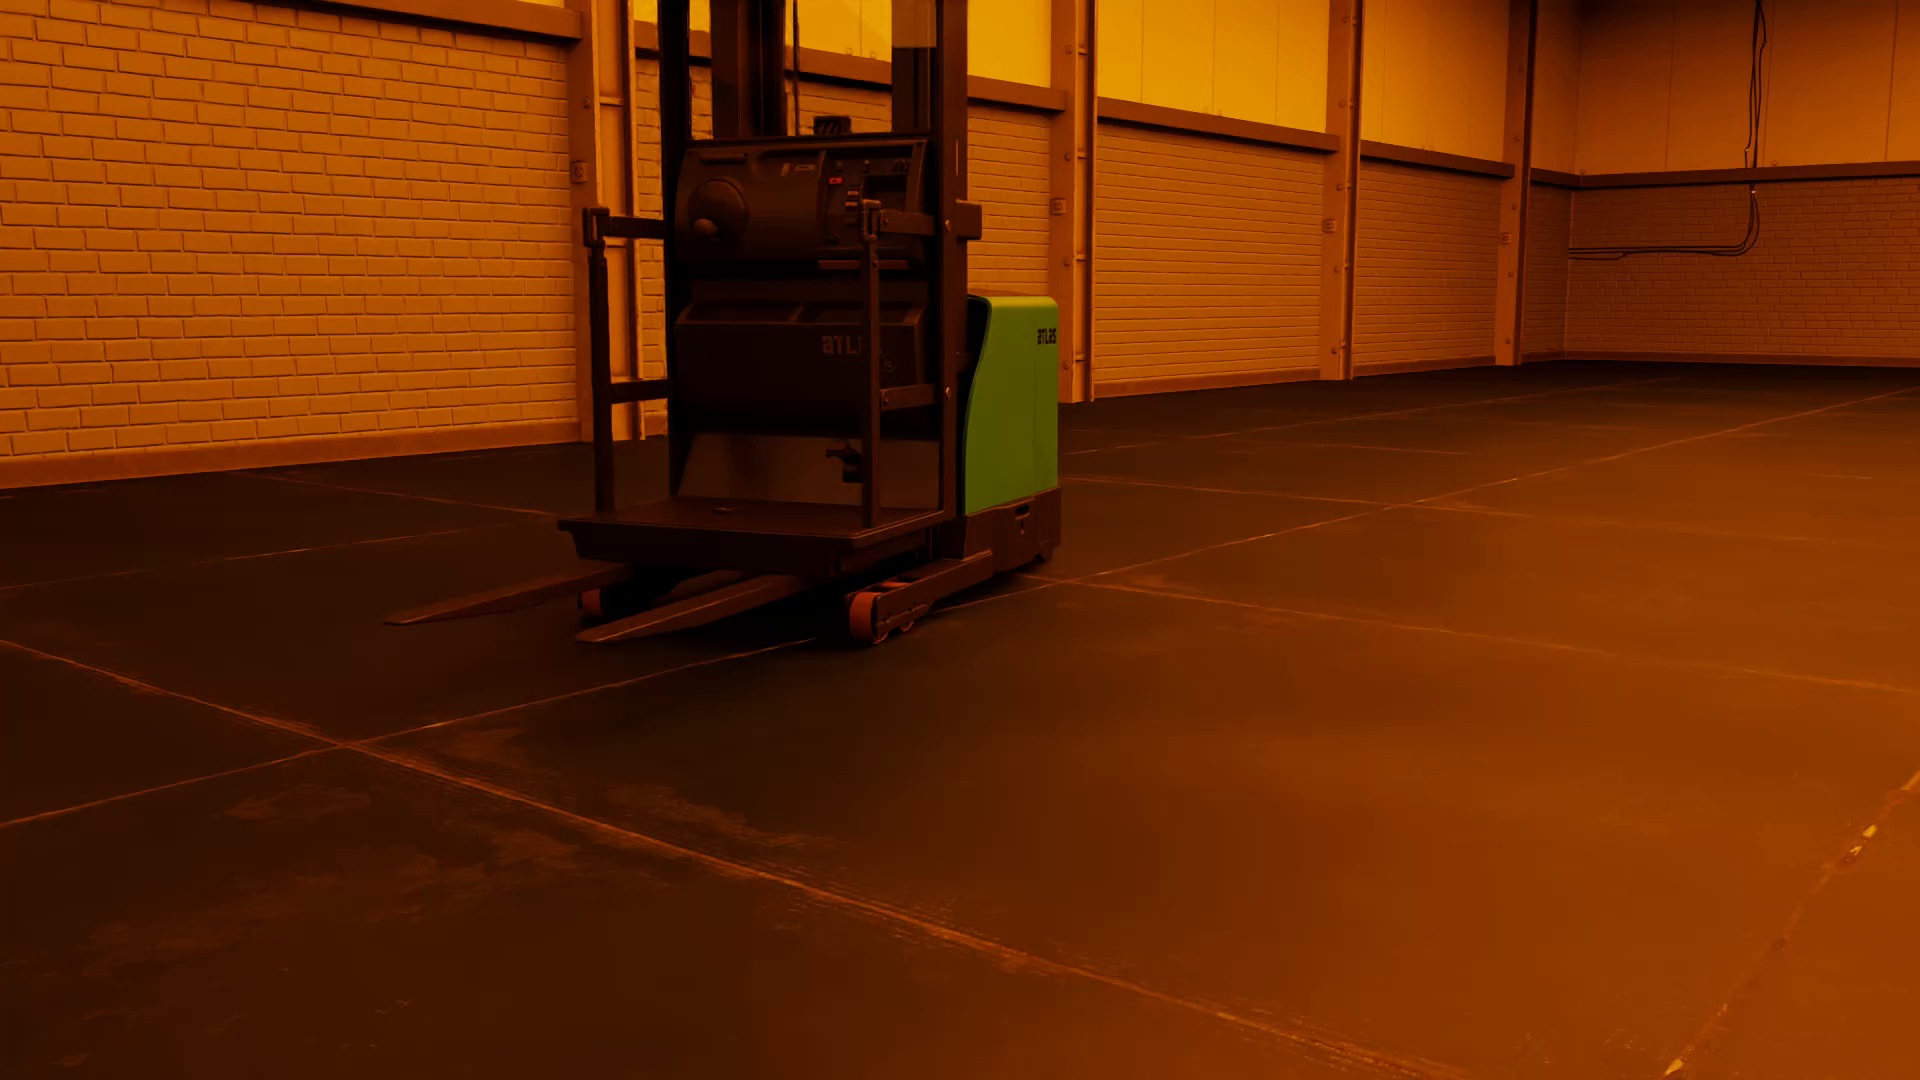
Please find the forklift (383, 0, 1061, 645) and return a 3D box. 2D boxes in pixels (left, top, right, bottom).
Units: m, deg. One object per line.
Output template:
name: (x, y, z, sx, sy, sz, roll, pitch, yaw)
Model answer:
forklift: (-0.629, -1.196, 5.459, 1.130, 2.935, 3.031, 3, 9, 23)
